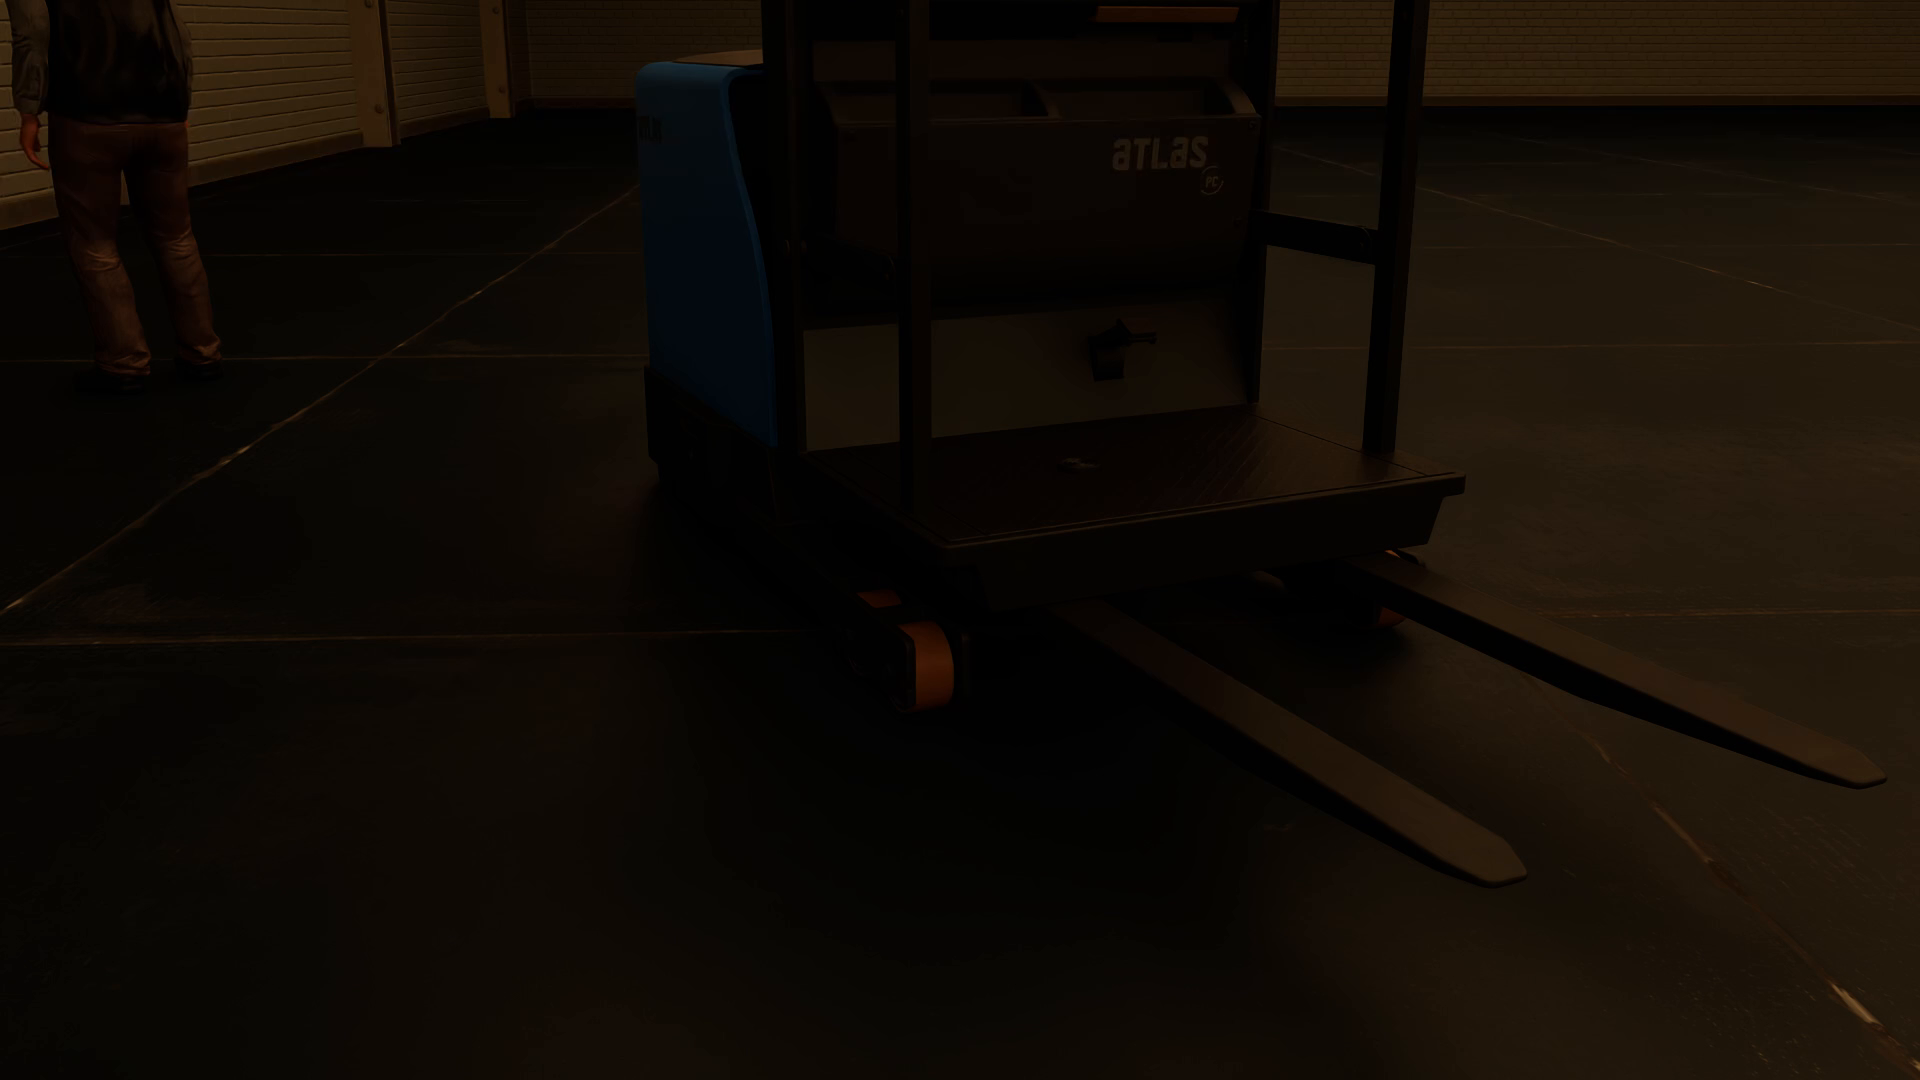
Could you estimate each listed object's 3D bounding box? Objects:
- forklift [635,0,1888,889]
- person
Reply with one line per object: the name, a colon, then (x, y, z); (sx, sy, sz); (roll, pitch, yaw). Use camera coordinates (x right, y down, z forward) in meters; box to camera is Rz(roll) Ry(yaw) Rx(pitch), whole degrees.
forklift: (0.258, -1.240, 2.962); (1.130, 2.935, 3.031); (-8, 19, -24)
person: (-2.728, -1.343, 5.369); (0.413, 1.721, 0.588); (11, 20, 32)
